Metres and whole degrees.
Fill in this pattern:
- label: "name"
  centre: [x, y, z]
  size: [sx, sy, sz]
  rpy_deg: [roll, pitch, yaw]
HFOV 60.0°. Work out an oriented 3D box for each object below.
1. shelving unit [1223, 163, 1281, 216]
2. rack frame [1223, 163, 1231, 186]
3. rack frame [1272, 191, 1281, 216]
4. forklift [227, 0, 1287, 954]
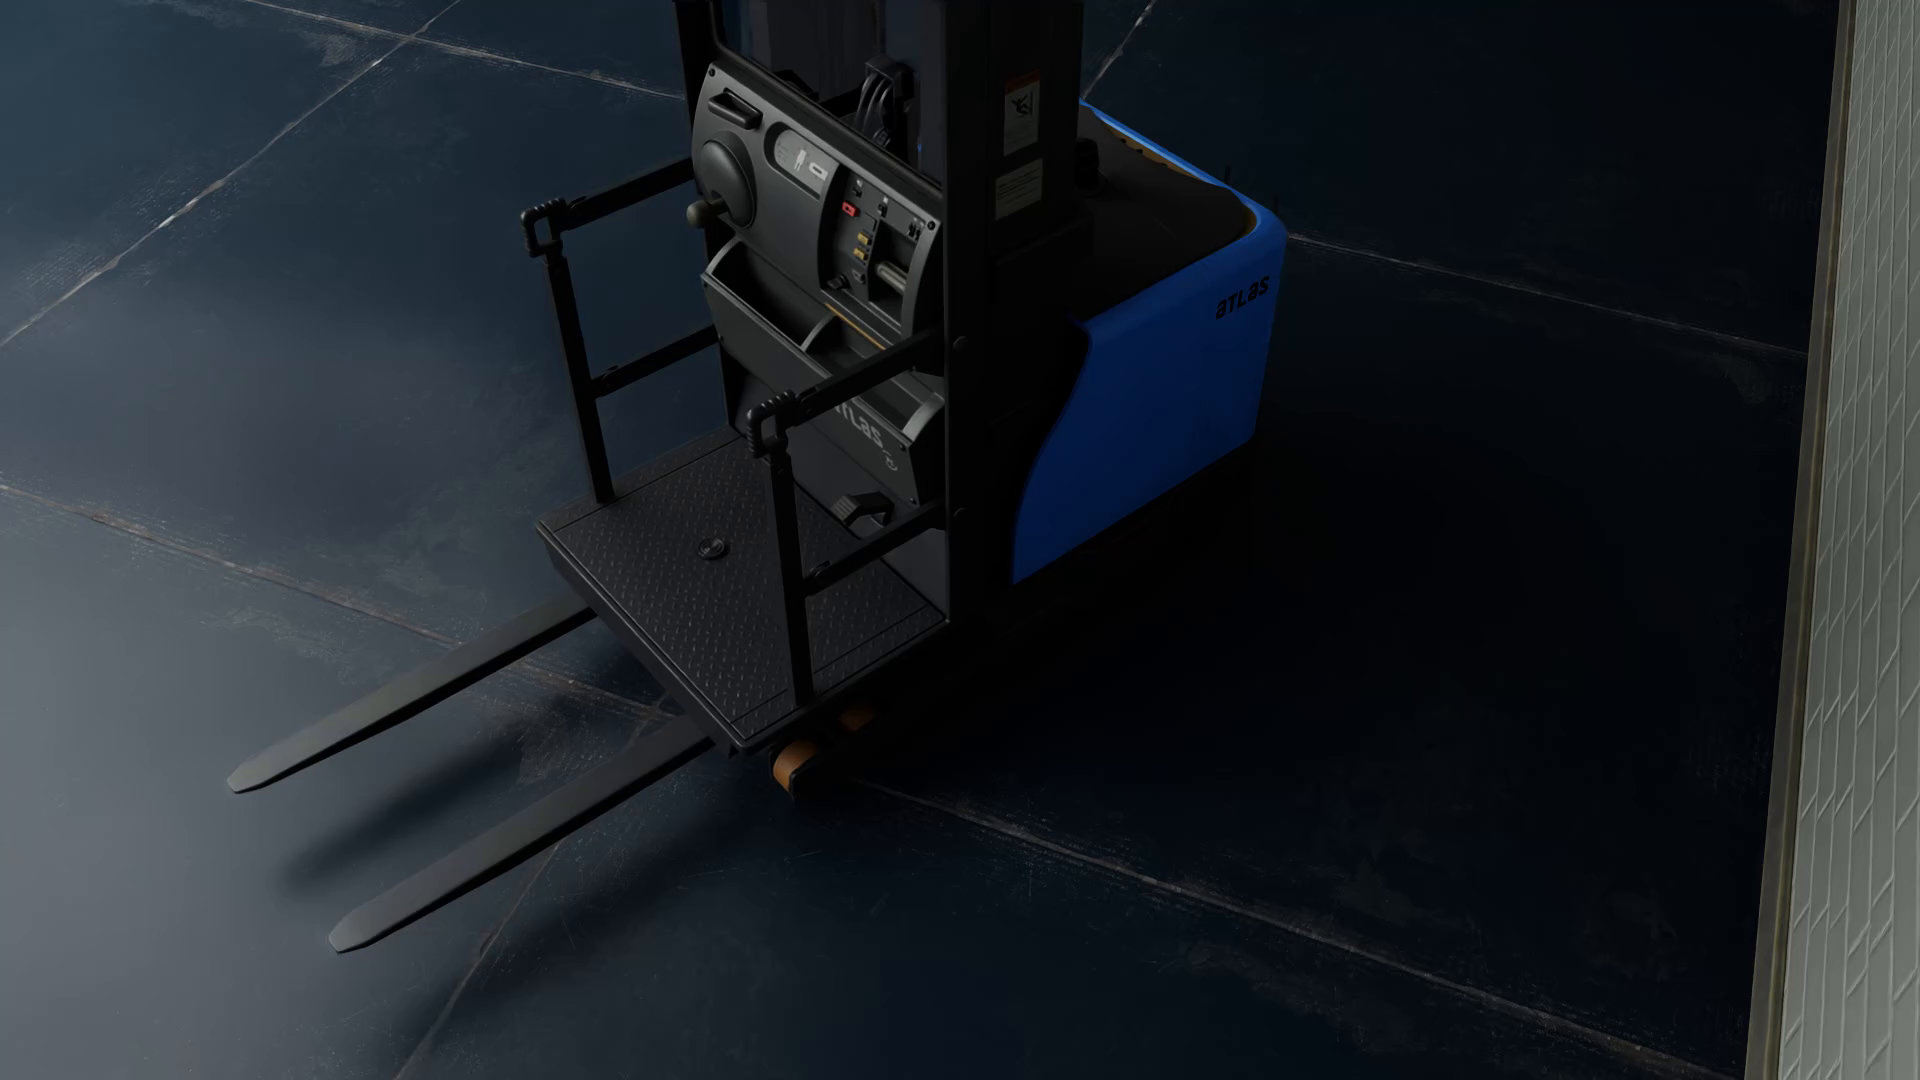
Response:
- label: "shelving unit"
  centre: [0.814, -0.736, 5.352]
  size: [0.258, 0.900, 0.210]
  rpy_deg: [-31, 53, -28]
- label: "rack frame"
  centre: [0.747, -0.790, 5.406]
  size: [0.240, 0.900, 0.006]
  rpy_deg: [-31, 53, -28]
- label: "rack frame"
  centre: [0.880, -0.682, 5.297]
  size: [0.240, 0.900, 0.006]
  rpy_deg: [-31, 53, -28]
- label: "forklift"
  centre: [-0.526, -0.762, 3.938]
  size: [3.031, 2.935, 1.130]
  rpy_deg: [-30, 52, -27]
